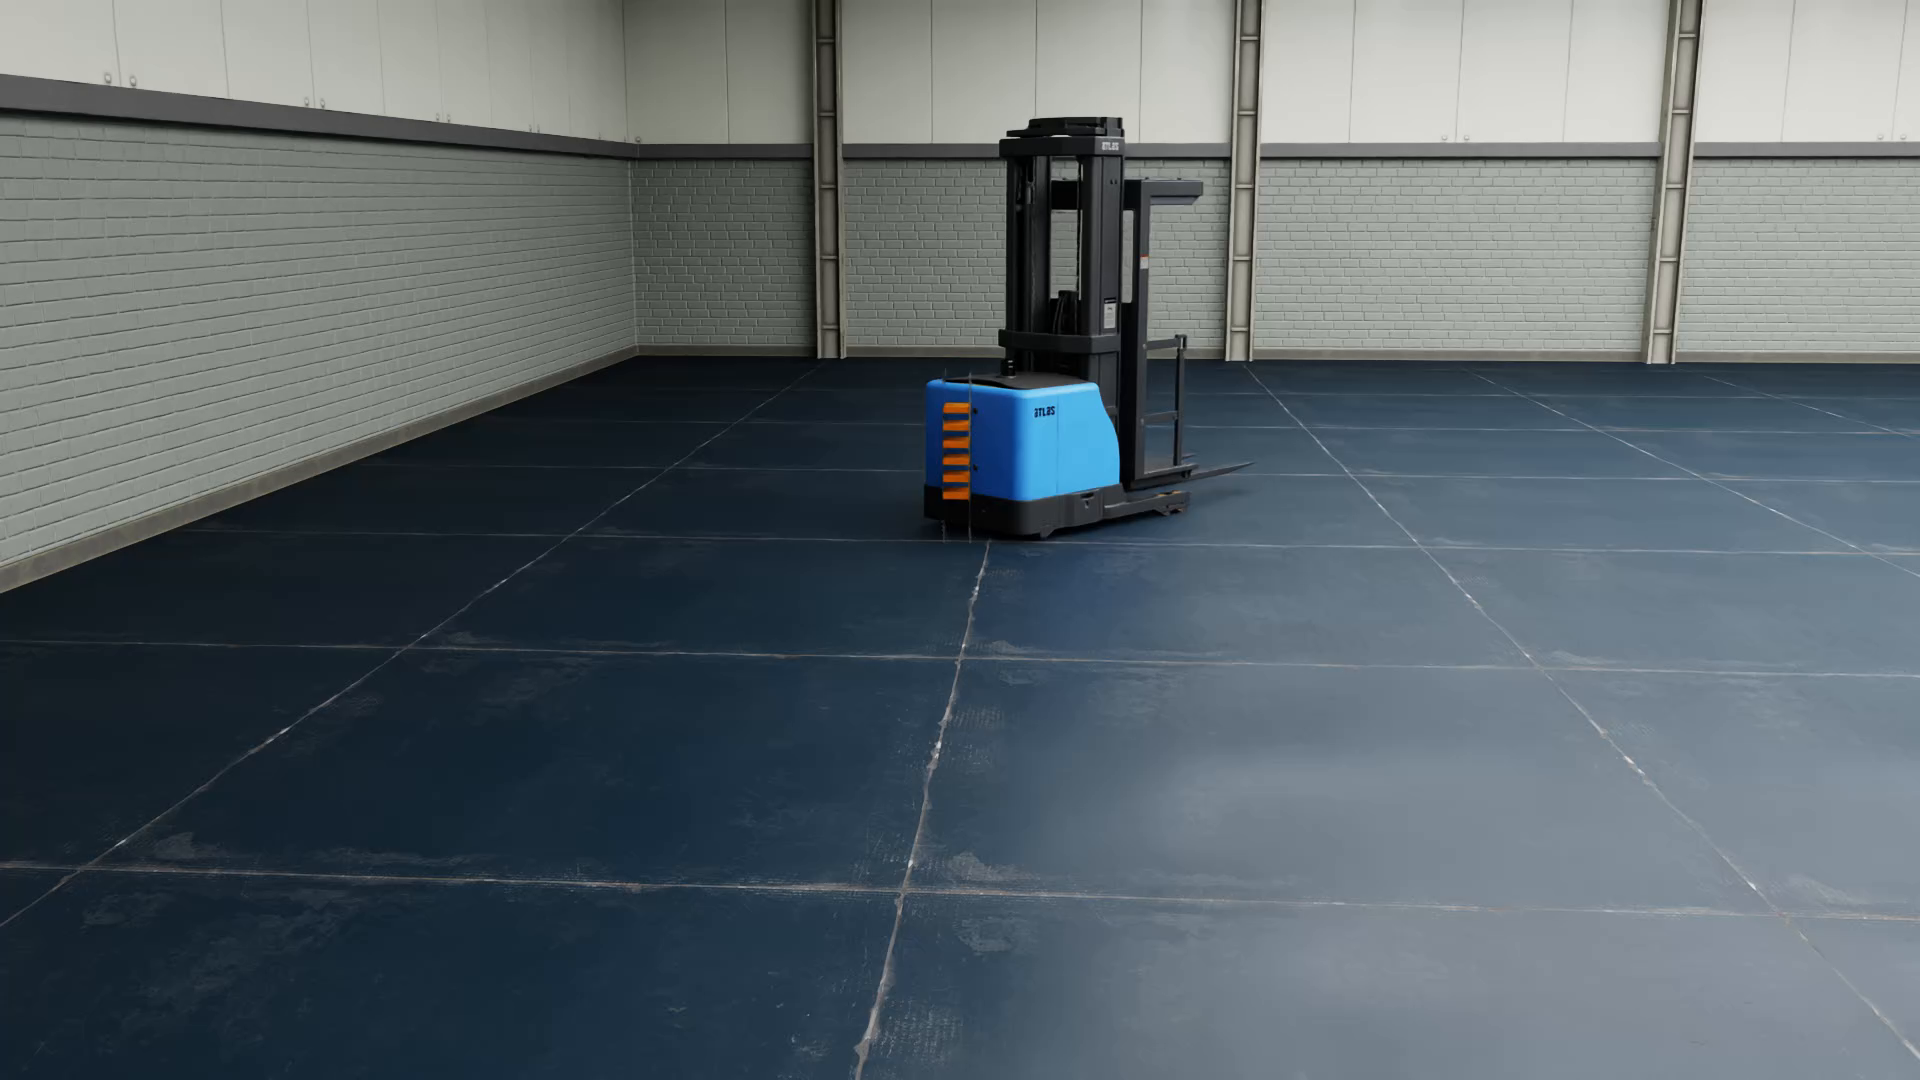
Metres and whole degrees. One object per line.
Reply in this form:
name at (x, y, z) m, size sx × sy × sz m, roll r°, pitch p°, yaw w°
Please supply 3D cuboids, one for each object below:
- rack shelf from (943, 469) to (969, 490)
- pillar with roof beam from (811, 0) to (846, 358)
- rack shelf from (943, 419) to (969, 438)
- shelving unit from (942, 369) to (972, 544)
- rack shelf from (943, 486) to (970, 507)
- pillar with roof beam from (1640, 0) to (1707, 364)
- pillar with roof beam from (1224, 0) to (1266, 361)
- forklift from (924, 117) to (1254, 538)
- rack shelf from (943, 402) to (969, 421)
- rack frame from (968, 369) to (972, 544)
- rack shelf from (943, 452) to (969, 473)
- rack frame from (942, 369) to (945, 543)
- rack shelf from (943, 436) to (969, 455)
rack shelf at (-0.023, -0.426, 11.670) m, size 0.180 × 0.103 × 0.258 m, roll 1°, pitch 11°, yaw 3°
pillar with roof beam at (-2.196, -6.248, 19.659) m, size 0.400 × 9.000 × 9.100 m, roll 1°, pitch 12°, yaw 4°
rack shelf at (-0.021, -0.779, 11.599) m, size 0.180 × 0.103 × 0.258 m, roll 1°, pitch 11°, yaw 3°
shelving unit at (-0.022, -0.587, 11.637) m, size 0.189 × 1.200 × 0.258 m, roll 1°, pitch 11°, yaw 3°
rack shelf at (-0.023, -0.308, 11.694) m, size 0.180 × 0.103 × 0.258 m, roll 1°, pitch 11°, yaw 3°
pillar with roof beam at (9.777, -6.084, 18.874) m, size 0.400 × 9.000 × 9.100 m, roll 1°, pitch 12°, yaw 4°
pillar with roof beam at (3.791, -6.166, 19.267) m, size 0.400 × 9.000 × 9.100 m, roll 1°, pitch 12°, yaw 4°
forklift at (1.130, -1.685, 12.664) m, size 1.130 × 2.935 × 3.031 m, roll 11°, pitch 16°, yaw 44°
rack shelf at (-0.021, -0.896, 11.575) m, size 0.180 × 0.103 × 0.258 m, roll 1°, pitch 11°, yaw 3°
rack frame at (0.069, -0.586, 11.633) m, size 0.006 × 1.200 × 0.240 m, roll 1°, pitch 11°, yaw 3°
rack shelf at (-0.022, -0.543, 11.646) m, size 0.180 × 0.103 × 0.258 m, roll 1°, pitch 11°, yaw 3°
rack frame at (-0.113, -0.588, 11.642) m, size 0.006 × 1.200 × 0.240 m, roll 1°, pitch 11°, yaw 3°
rack shelf at (-0.022, -0.661, 11.622) m, size 0.180 × 0.103 × 0.258 m, roll 1°, pitch 11°, yaw 3°
